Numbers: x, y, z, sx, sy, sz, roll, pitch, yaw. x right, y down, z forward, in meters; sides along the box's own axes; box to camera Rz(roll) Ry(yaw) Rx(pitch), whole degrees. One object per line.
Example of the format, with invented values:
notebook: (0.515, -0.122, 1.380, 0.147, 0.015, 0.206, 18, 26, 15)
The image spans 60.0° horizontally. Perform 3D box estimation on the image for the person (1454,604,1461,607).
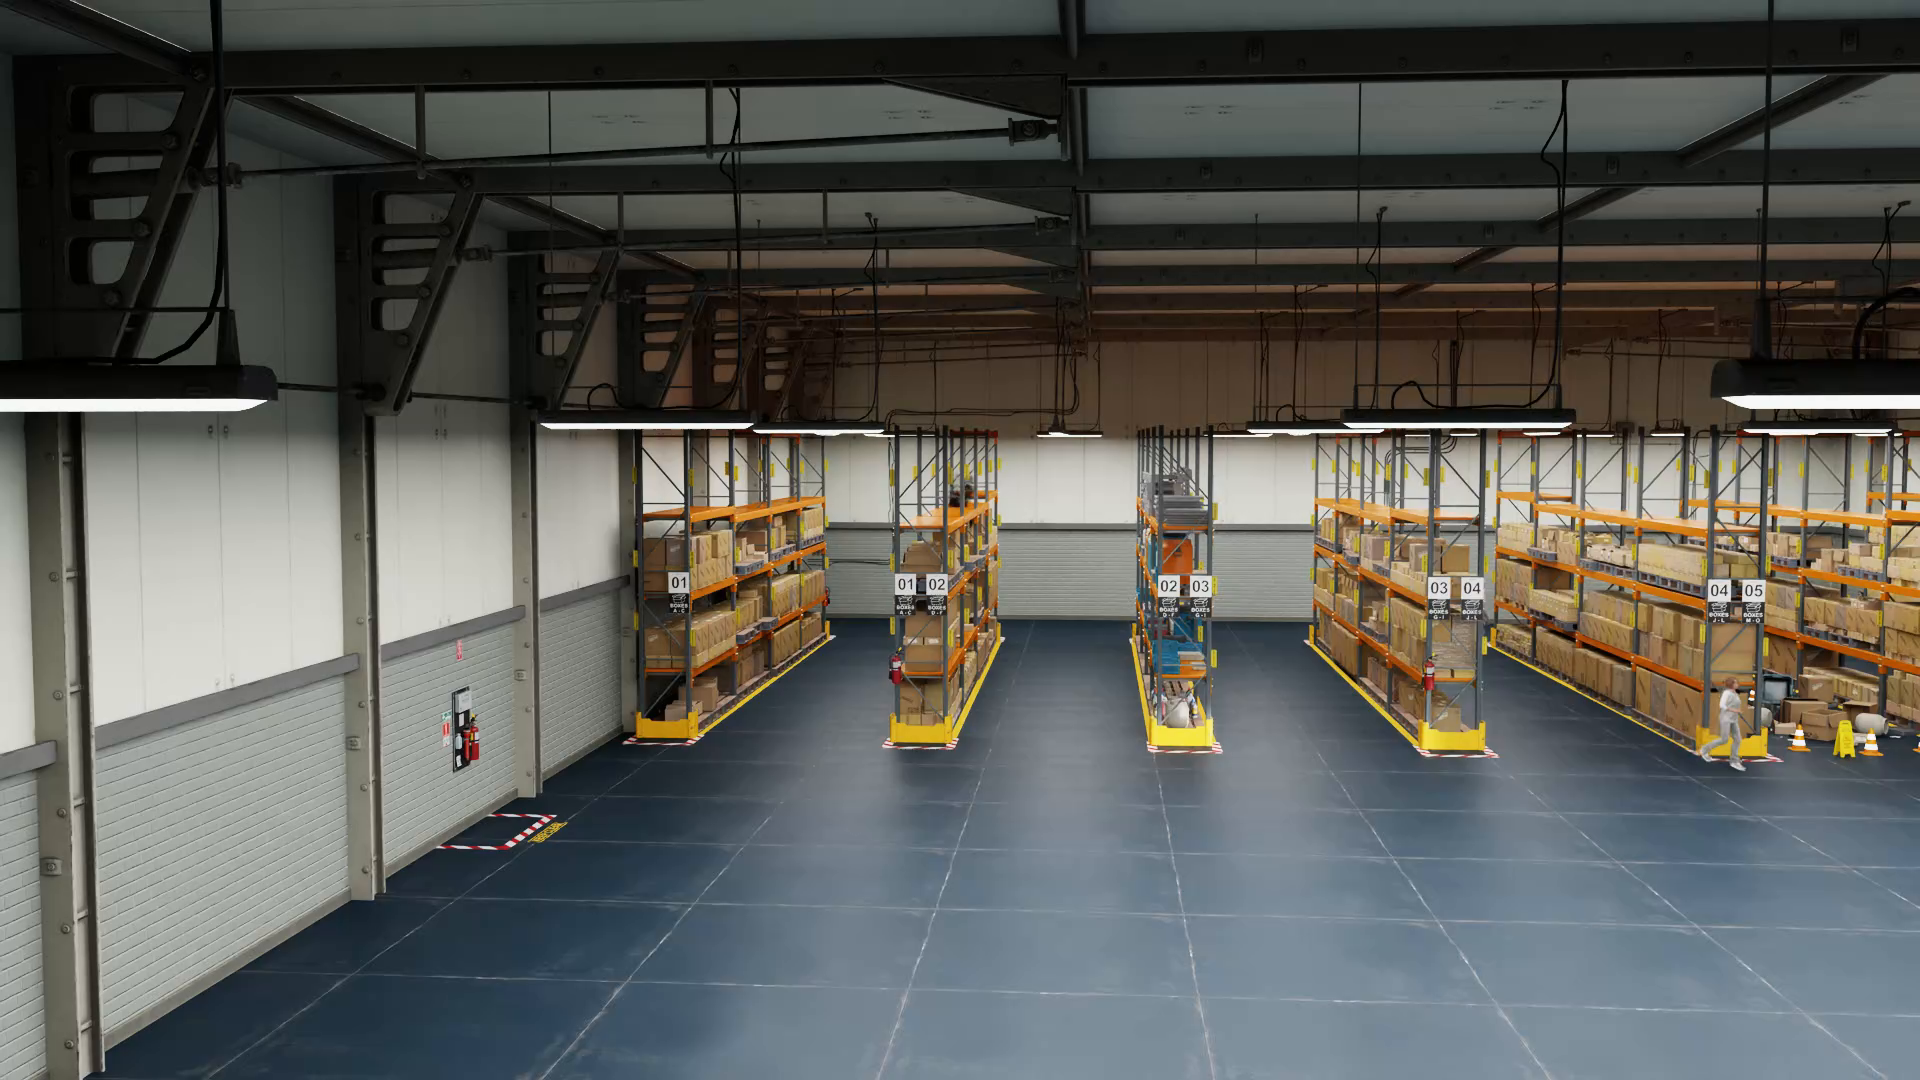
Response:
person: (13.703, 2.081, 46.146, 0.829, 1.758, 0.631, 2, 4, 30)

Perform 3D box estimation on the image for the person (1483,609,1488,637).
person: (13.273, 2.309, 42.824, 0.643, 1.676, 0.579, 1, 4, 14)

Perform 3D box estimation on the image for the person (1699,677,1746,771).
person: (13.392, 3.183, 29.080, 0.549, 1.604, 0.778, -3, 4, -40)
